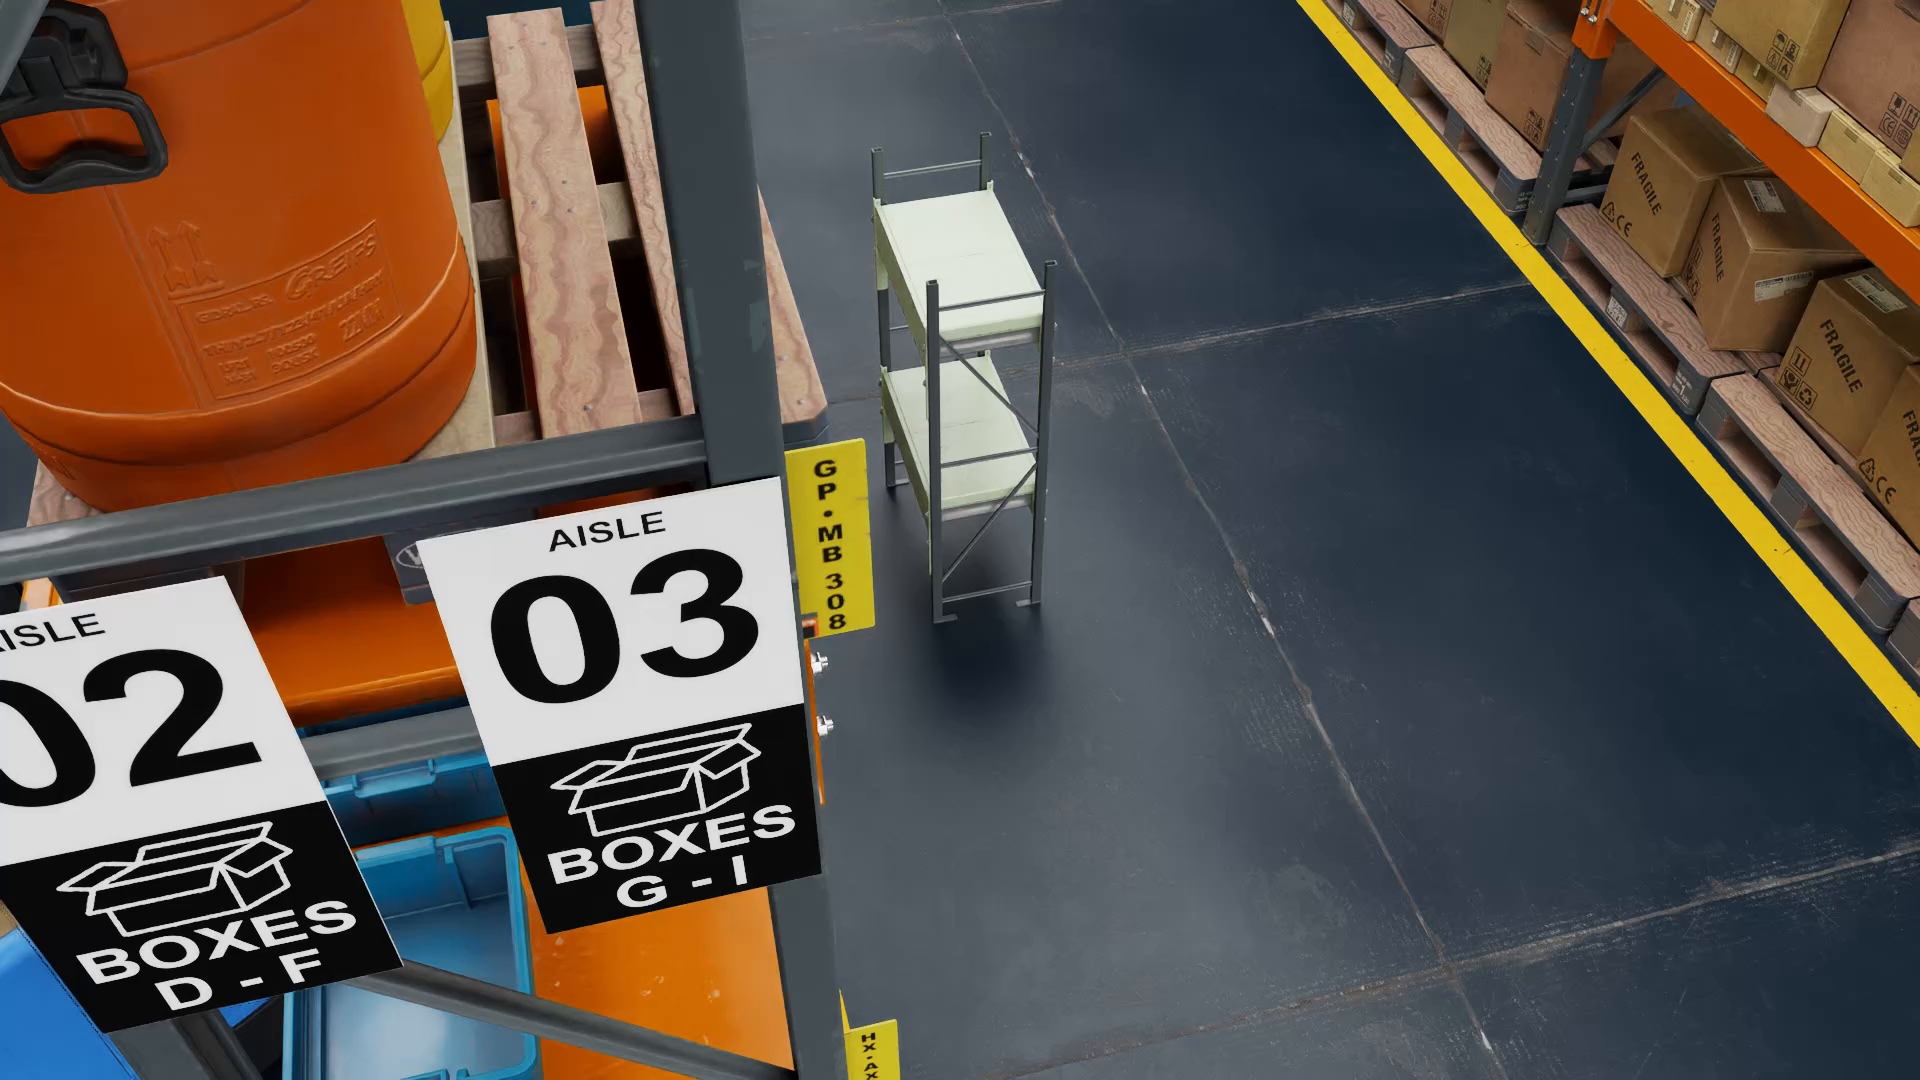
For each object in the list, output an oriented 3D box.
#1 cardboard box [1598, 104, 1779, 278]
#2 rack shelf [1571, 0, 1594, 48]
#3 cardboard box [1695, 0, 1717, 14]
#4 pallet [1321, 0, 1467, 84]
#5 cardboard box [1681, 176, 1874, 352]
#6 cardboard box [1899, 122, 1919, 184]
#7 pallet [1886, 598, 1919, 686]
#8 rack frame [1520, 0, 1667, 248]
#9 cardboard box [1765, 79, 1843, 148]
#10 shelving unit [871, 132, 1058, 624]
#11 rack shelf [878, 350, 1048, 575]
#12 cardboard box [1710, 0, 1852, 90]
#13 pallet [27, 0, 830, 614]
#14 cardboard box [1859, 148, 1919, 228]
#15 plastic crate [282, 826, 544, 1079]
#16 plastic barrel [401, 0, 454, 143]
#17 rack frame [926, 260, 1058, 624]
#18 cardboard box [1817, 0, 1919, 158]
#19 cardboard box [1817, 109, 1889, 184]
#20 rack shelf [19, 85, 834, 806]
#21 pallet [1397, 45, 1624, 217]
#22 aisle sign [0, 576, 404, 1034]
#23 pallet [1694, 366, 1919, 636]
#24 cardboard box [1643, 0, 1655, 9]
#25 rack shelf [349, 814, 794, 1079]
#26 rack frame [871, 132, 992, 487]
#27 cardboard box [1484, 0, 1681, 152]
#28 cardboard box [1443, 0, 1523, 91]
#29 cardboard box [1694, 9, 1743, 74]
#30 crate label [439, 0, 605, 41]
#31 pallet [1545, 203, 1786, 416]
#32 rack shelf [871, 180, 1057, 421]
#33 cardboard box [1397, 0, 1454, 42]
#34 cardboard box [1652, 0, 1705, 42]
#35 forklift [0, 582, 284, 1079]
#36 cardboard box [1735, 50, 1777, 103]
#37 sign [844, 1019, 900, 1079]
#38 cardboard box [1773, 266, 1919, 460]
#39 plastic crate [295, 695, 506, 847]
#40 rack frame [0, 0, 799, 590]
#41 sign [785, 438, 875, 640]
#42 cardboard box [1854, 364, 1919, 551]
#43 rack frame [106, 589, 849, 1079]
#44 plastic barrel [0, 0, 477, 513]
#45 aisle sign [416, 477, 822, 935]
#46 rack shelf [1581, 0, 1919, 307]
[{"bbox_3d":[3.136,-1.500,7.076,0.500,0.500,0.500,-12,47,-12],"label":"cardboard box"},{"bbox_3d":[2.560,-3.640,8.221,1.077,0.370,4.000,-11,47,-10],"label":"rack shelf"},{"bbox_3d":[3.127,-2.328,6.153,0.875,0.500,0.500,-11,47,-10],"label":"cardboard box"},{"bbox_3d":[2.555,-2.916,8.960,1.003,0.211,1.213,-11,47,-10],"label":"pallet"},{"bbox_3d":[3.290,-1.106,6.689,0.500,0.500,0.500,3,46,2],"label":"cardboard box"},{"bbox_3d":[3.535,-1.297,5.143,0.875,0.500,0.500,-11,47,-10],"label":"cardboard box"},{"bbox_3d":[3.903,0.607,5.508,1.003,0.211,1.213,-11,47,-10],"label":"pallet"},{"bbox_3d":[3.072,-2.511,6.611,1.000,3.000,0.127,-11,47,-10],"label":"rack frame"},{"bbox_3d":[3.076,-1.526,5.821,0.380,0.149,0.250,-11,47,-10],"label":"cardboard box"},{"bbox_3d":[0.002,-0.520,5.710,0.431,1.500,0.755,-11,47,-10],"label":"shelving unit"},{"bbox_3d":[0.002,-0.292,5.943,0.431,0.370,0.720,-11,47,-10],"label":"rack shelf"},{"bbox_3d":[3.221,-1.977,5.809,0.875,0.500,0.500,-11,47,-10],"label":"cardboard box"},{"bbox_3d":[-0.809,-0.417,2.590,1.003,0.211,1.213,-11,47,-10],"label":"pallet"},{"bbox_3d":[3.233,-1.187,5.488,0.380,0.149,0.250,-11,47,-10],"label":"cardboard box"},{"bbox_3d":[-1.109,0.917,3.355,0.499,0.251,0.616,-11,47,-10],"label":"plastic crate"},{"bbox_3d":[-1.107,-0.870,2.477,0.600,0.588,0.600,0,46,0],"label":"plastic barrel"},{"bbox_3d":[0.095,-0.268,5.462,0.400,1.500,0.023,-11,47,-10],"label":"rack frame"},{"bbox_3d":[3.447,-1.650,5.488,0.875,0.500,0.500,-11,47,-10],"label":"cardboard box"},{"bbox_3d":[3.180,-1.361,5.660,0.380,0.149,0.250,-11,47,-10],"label":"cardboard box"},{"bbox_3d":[-1.204,-1.023,3.556,1.077,0.370,4.000,-11,47,-10],"label":"rack shelf"},{"bbox_3d":[2.871,-2.072,8.133,1.003,0.211,1.213,-11,47,-10],"label":"pallet"},{"bbox_3d":[-0.961,0.350,1.986,0.394,0.787,0.004,-11,47,-10],"label":"aisle sign"},{"bbox_3d":[3.594,-0.234,6.331,1.003,0.211,1.213,-11,47,-10],"label":"pallet"},{"bbox_3d":[2.836,-2.220,6.501,0.380,0.149,0.250,-11,47,-10],"label":"cardboard box"},{"bbox_3d":[-1.204,0.027,4.627,1.077,0.370,4.000,-11,47,-10],"label":"rack shelf"},{"bbox_3d":[-0.092,-0.773,5.957,0.400,1.500,0.023,-11,47,-10],"label":"rack frame"},{"bbox_3d":[2.935,-2.218,7.766,0.700,0.500,0.500,-14,47,-13],"label":"cardboard box"},{"bbox_3d":[2.832,-2.551,8.092,0.700,0.500,0.500,-11,47,-11],"label":"cardboard box"},{"bbox_3d":[2.978,-1.877,6.165,0.380,0.149,0.250,-11,47,-10],"label":"cardboard box"},{"bbox_3d":[-0.852,-1.194,3.324,0.502,0.251,0.408,-11,47,-10],"label":"crate label"},{"bbox_3d":[3.278,-1.078,7.158,1.003,0.211,1.213,-11,47,-10],"label":"pallet"},{"bbox_3d":[0.002,-0.793,5.431,0.431,0.370,0.720,-11,47,-10],"label":"rack shelf"},{"bbox_3d":[2.688,-2.937,8.470,0.700,0.500,0.500,-14,47,-14],"label":"cardboard box"},{"bbox_3d":[2.888,-2.045,6.330,0.380,0.149,0.250,-11,47,-10],"label":"cardboard box"},{"bbox_3d":[-3.262,-0.068,4.264,3.031,2.935,1.130,33,54,28],"label":"forklift"},{"bbox_3d":[3.051,-1.706,5.998,0.380,0.149,0.250,-11,47,-10],"label":"cardboard box"},{"bbox_3d":[-0.159,0.962,3.013,0.100,0.325,0.005,-11,47,-10],"label":"sign"},{"bbox_3d":[3.524,-0.691,6.283,0.500,0.500,0.500,-15,47,-14],"label":"cardboard box"},{"bbox_3d":[-1.270,0.468,3.795,0.499,0.251,0.408,-11,47,-10],"label":"plastic crate"},{"bbox_3d":[-0.692,-0.944,0.874,1.000,3.000,0.127,-11,47,-10],"label":"rack frame"},{"bbox_3d":[-0.159,0.006,2.038,0.100,0.325,0.005,-11,47,-10],"label":"sign"},{"bbox_3d":[3.624,-0.298,5.898,0.500,0.500,0.500,-7,46,-7],"label":"cardboard box"},{"bbox_3d":[-0.692,1.156,3.017,1.000,3.000,0.127,-11,47,-10],"label":"rack frame"},{"bbox_3d":[-0.939,-0.503,1.948,0.600,0.830,0.708,-11,47,-10],"label":"plastic barrel"},{"bbox_3d":[-0.390,0.242,2.092,0.394,0.787,0.004,-11,47,-10],"label":"aisle sign"},{"bbox_3d":[3.584,-0.878,5.514,1.077,0.370,4.000,-11,47,-10],"label":"rack shelf"}]
